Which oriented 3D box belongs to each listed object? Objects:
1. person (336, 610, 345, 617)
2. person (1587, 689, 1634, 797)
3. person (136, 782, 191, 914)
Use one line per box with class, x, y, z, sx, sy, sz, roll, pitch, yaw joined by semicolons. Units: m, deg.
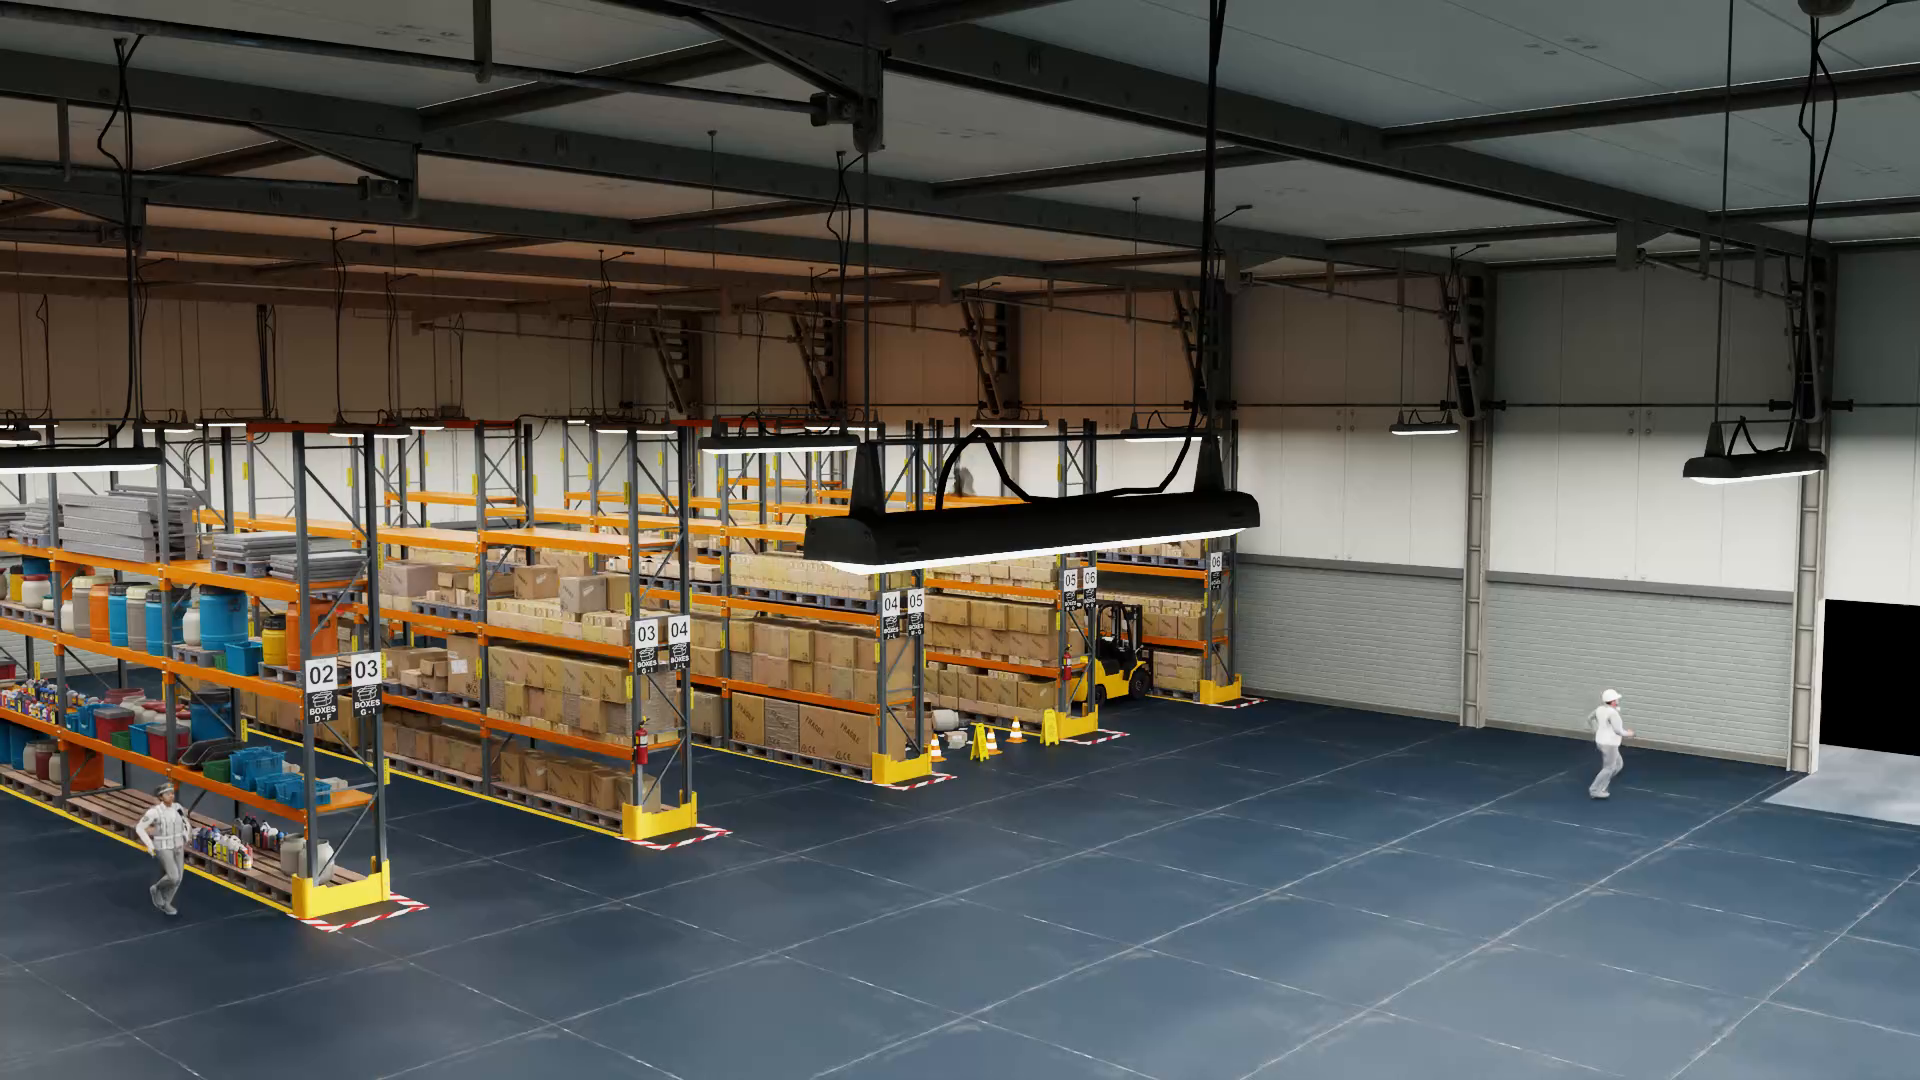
person;-14.260;2.398;37.731;0.864;1.711;0.656;-2;5;-24
person;10.433;3.283;26.675;0.692;1.793;0.685;0;5;0
person;-9.773;3.821;20.593;0.535;1.659;0.605;3;5;31
